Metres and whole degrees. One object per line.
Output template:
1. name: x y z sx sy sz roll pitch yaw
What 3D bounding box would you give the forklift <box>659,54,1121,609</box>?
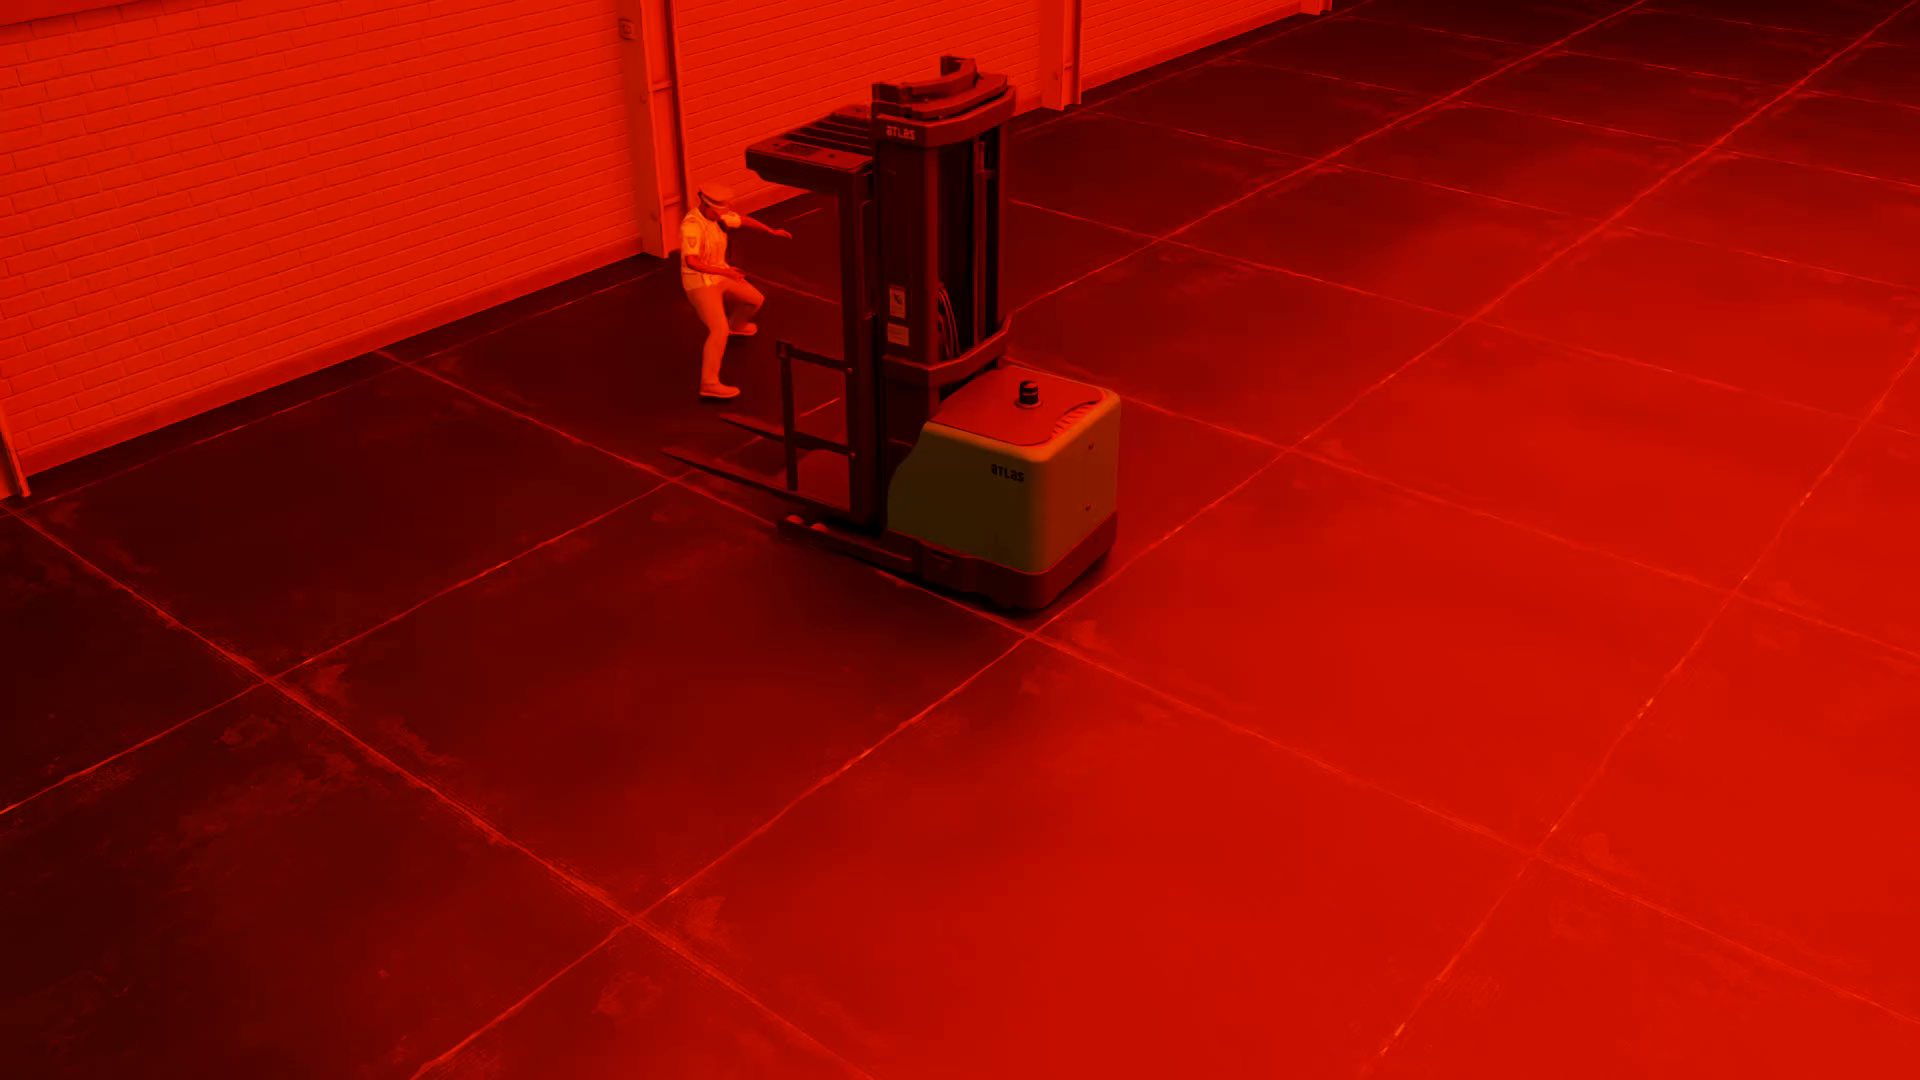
1. forklift: -0.549 -1.409 10.006 3.031 2.935 1.130 18 35 27

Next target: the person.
1. person: -1.712 -1.959 12.387 0.676 1.433 1.256 14 33 22
